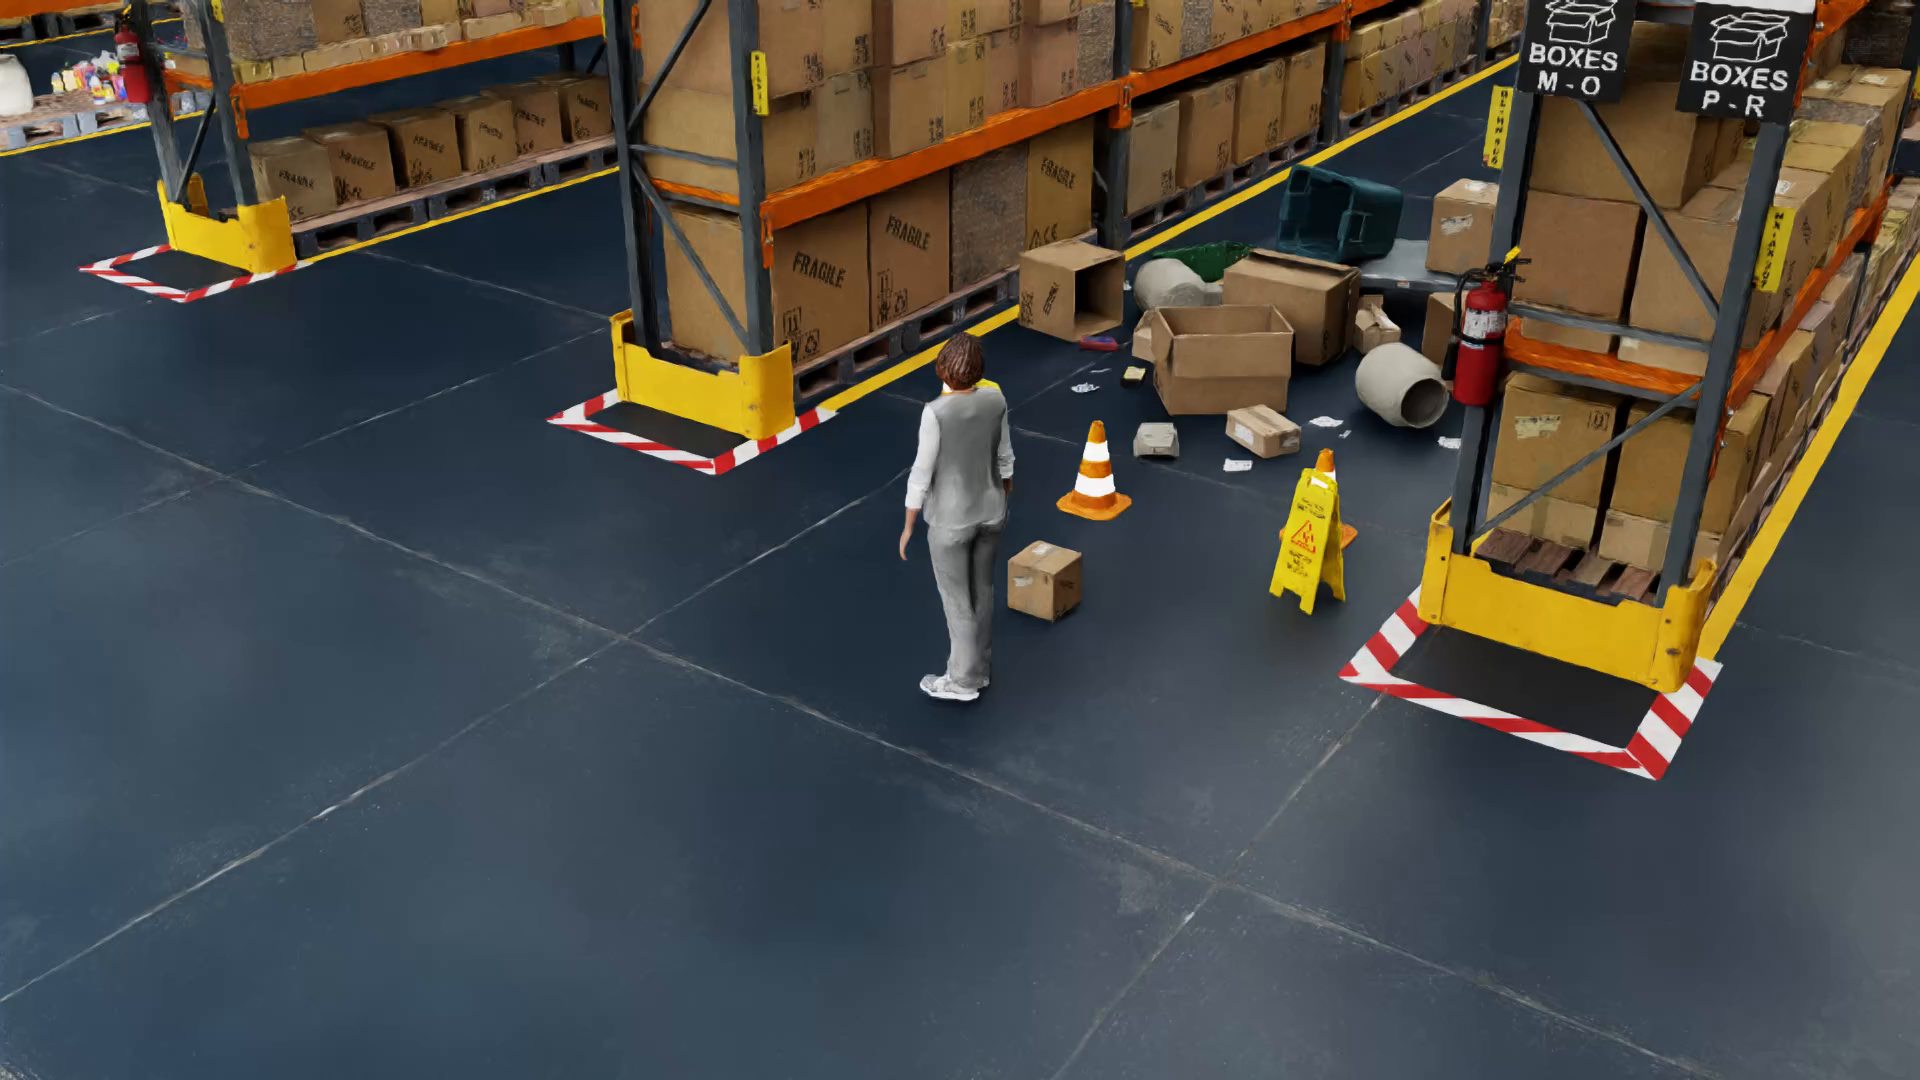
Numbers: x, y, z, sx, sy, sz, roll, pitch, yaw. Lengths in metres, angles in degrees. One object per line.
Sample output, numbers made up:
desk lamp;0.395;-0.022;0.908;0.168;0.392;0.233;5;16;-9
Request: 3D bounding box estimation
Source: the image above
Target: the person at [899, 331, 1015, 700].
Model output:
person;-0.019;-0.082;6.743;0.513;1.602;0.345;-17;32;-29
